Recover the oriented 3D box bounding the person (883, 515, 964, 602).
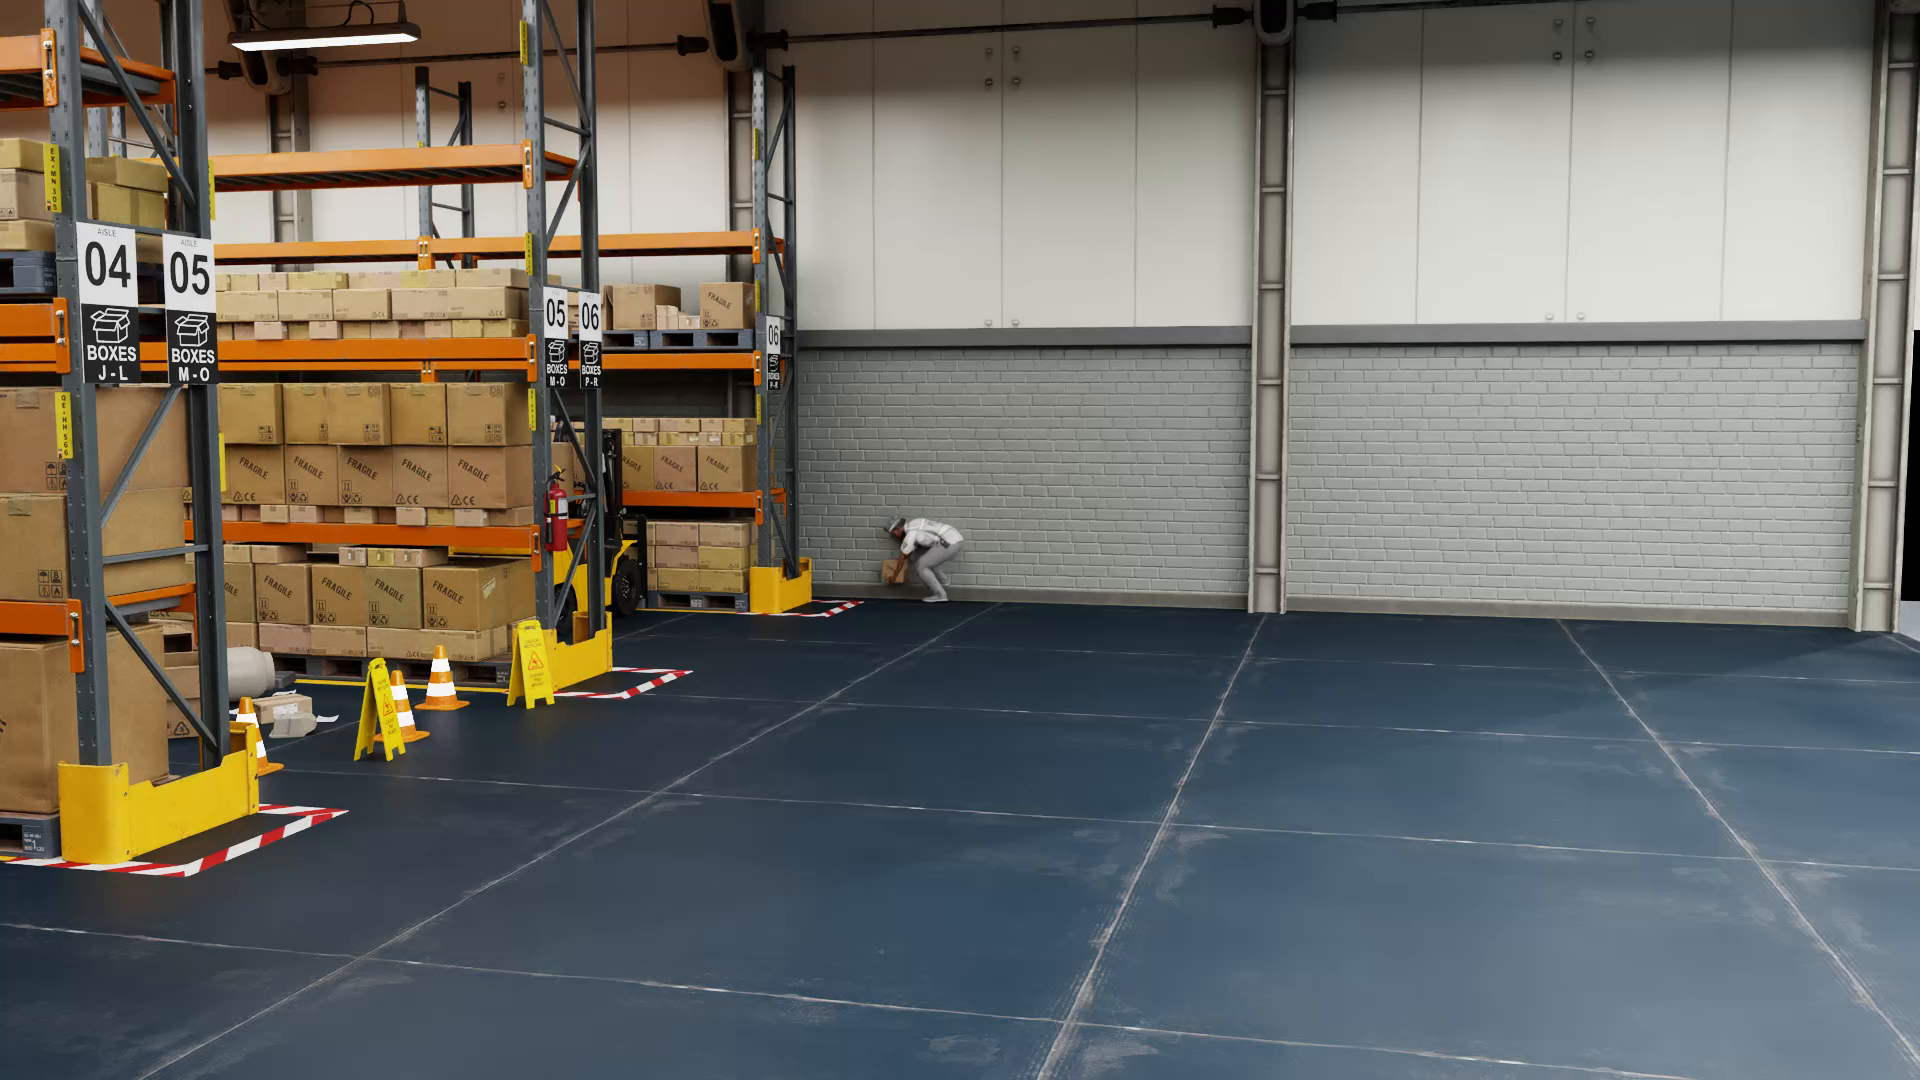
[{"bbox_3d":[-0.423,0.208,19.070,0.928,0.990,0.479,1,5,11],"label":"person"}]
